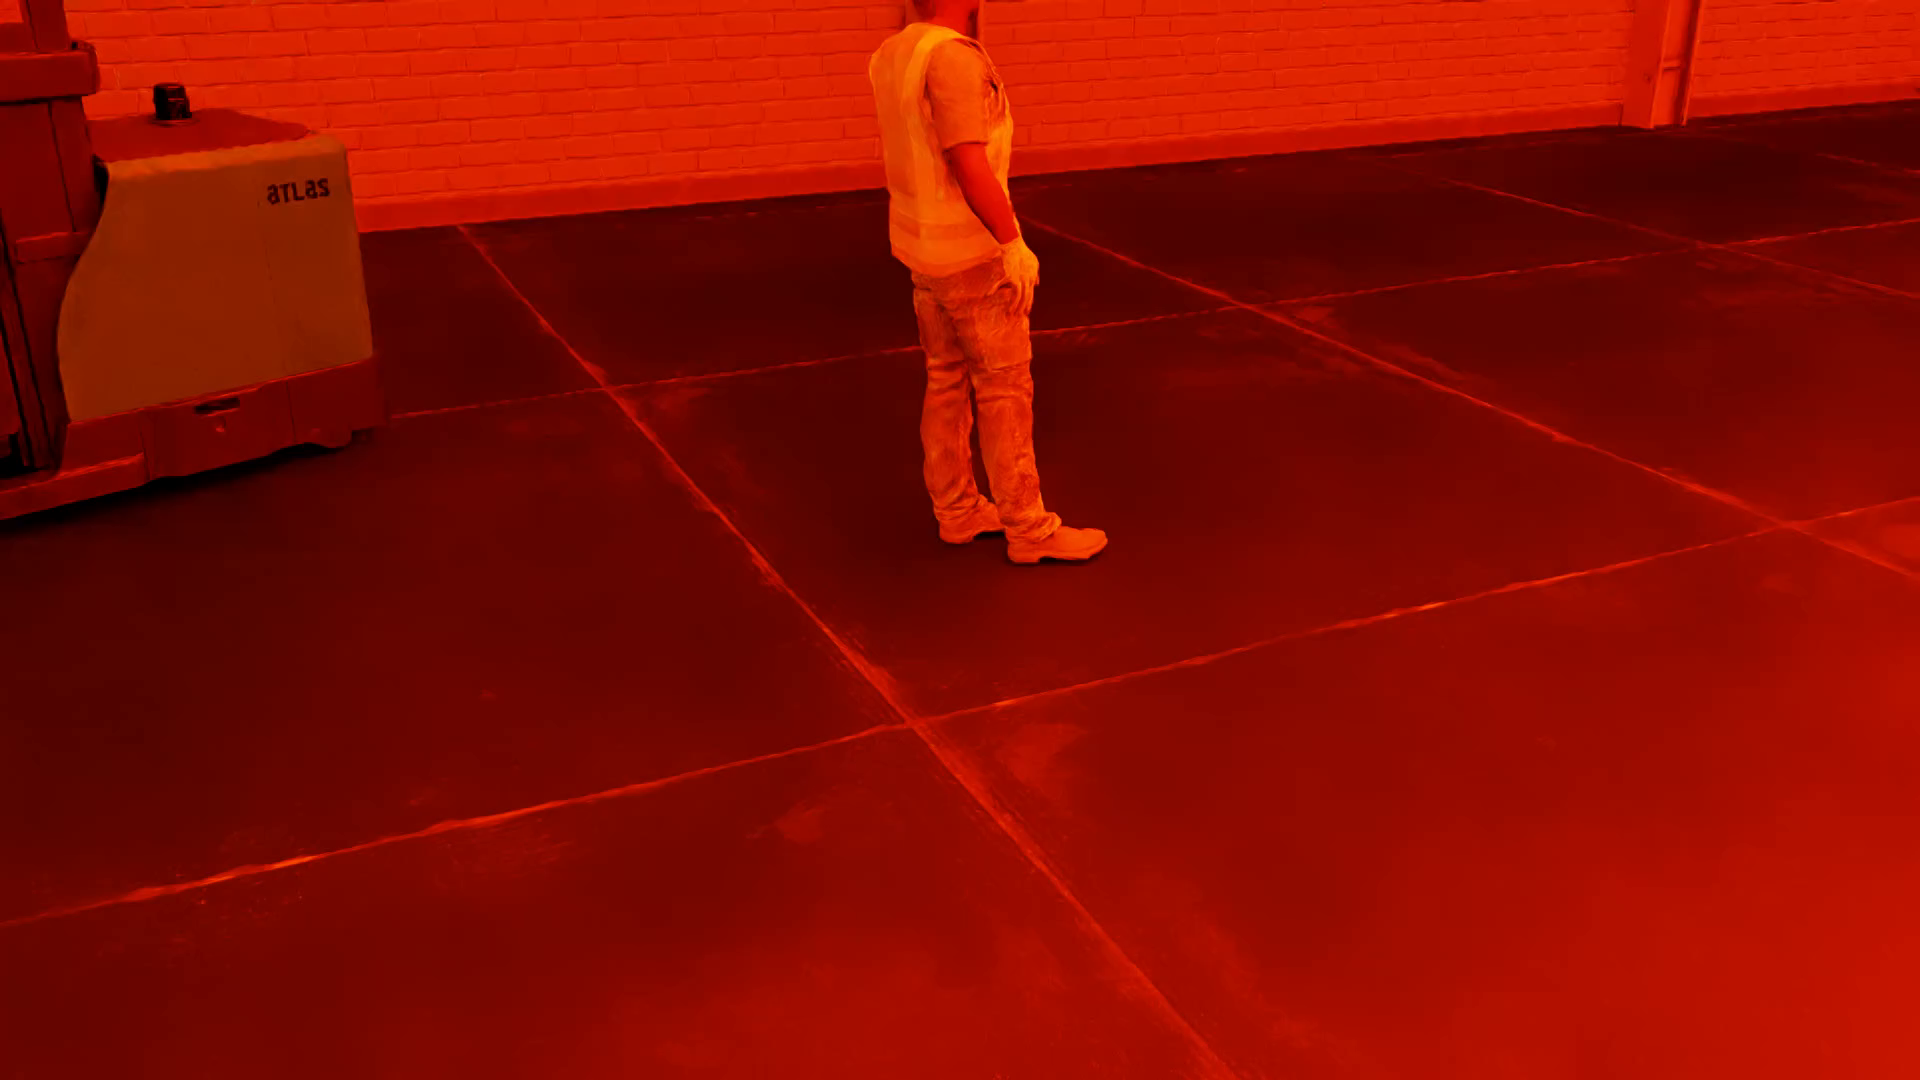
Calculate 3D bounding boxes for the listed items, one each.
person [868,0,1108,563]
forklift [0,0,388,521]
[{"bbox_3d":[0.069,-0.839,4.784,0.576,1.782,0.655,-10,25,-23],"label":"person"},{"bbox_3d":[-3.448,-1.446,4.766,1.130,2.935,3.031,21,30,41],"label":"forklift"}]
